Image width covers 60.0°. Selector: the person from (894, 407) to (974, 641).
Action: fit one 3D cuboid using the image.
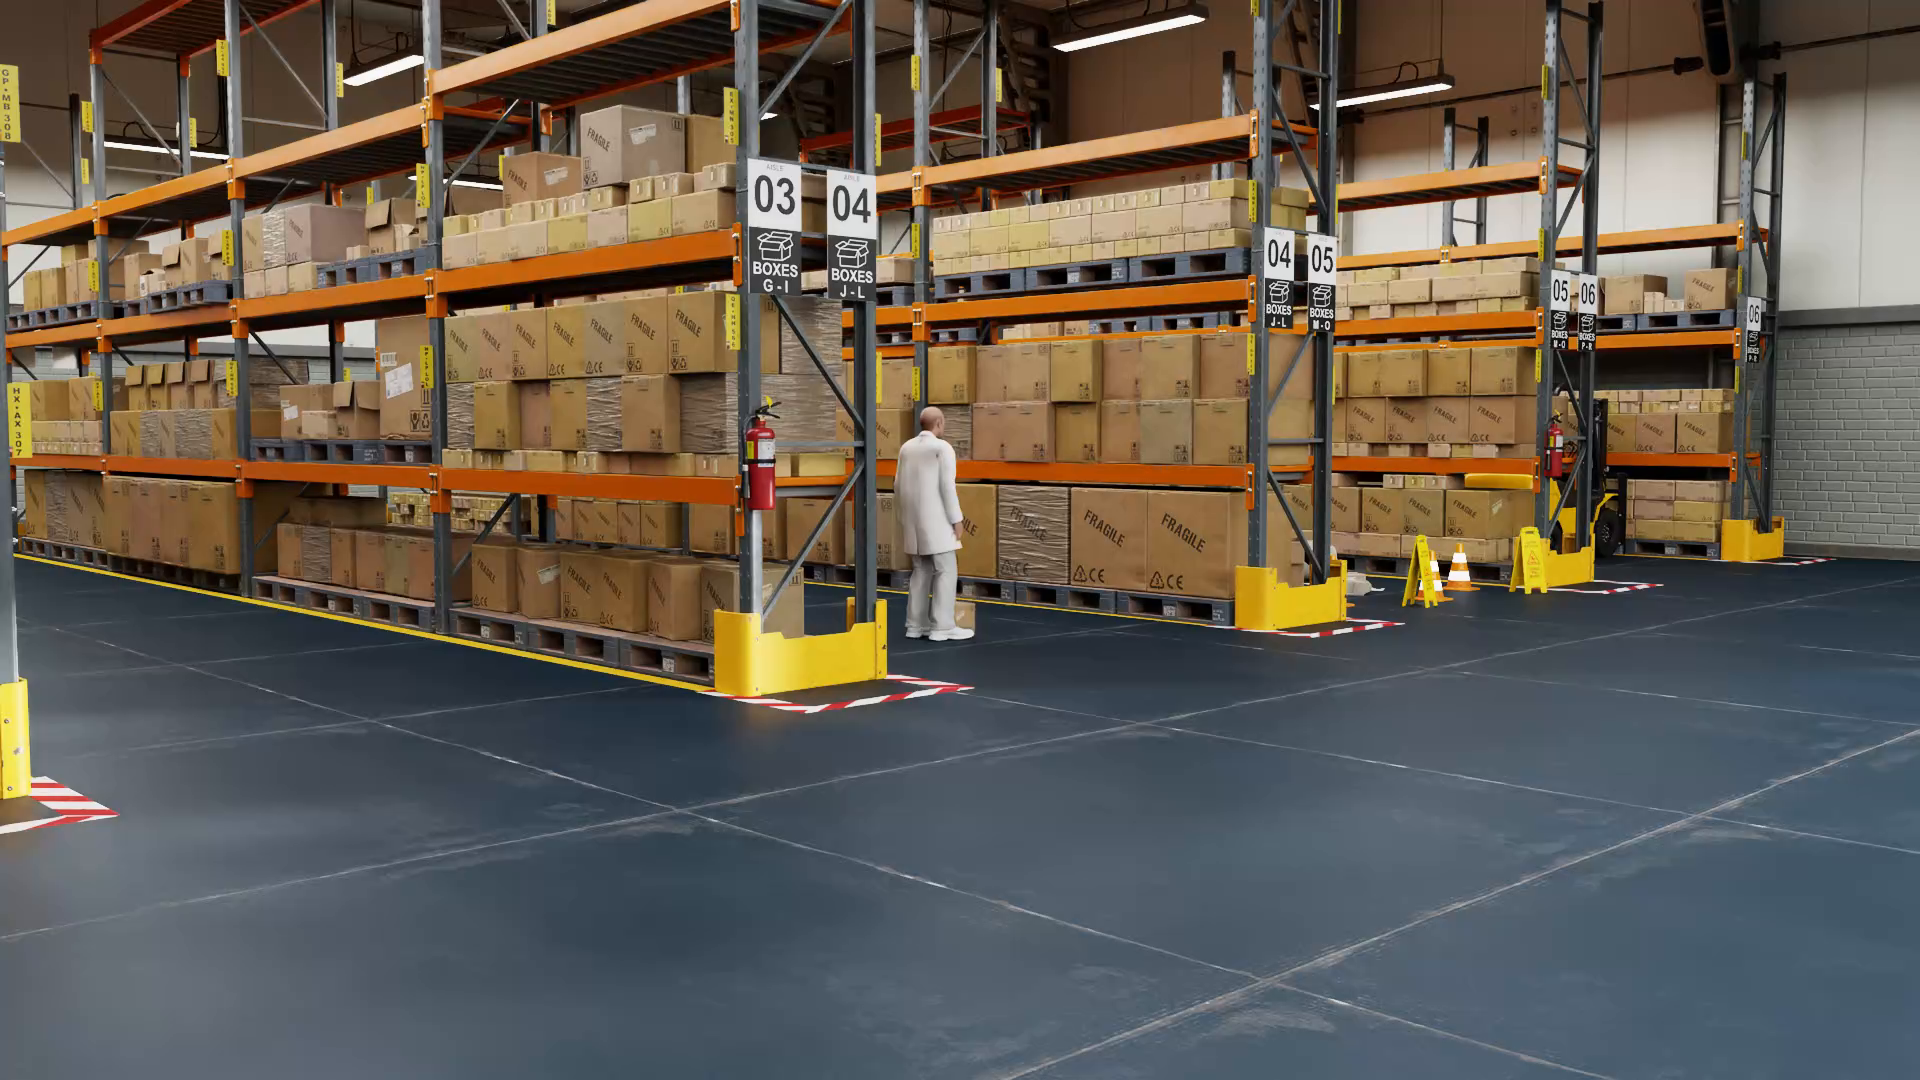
[{"bbox_3d":[-0.228,-0.116,12.743,0.644,1.739,0.425,4,5,43],"label":"person"}]
